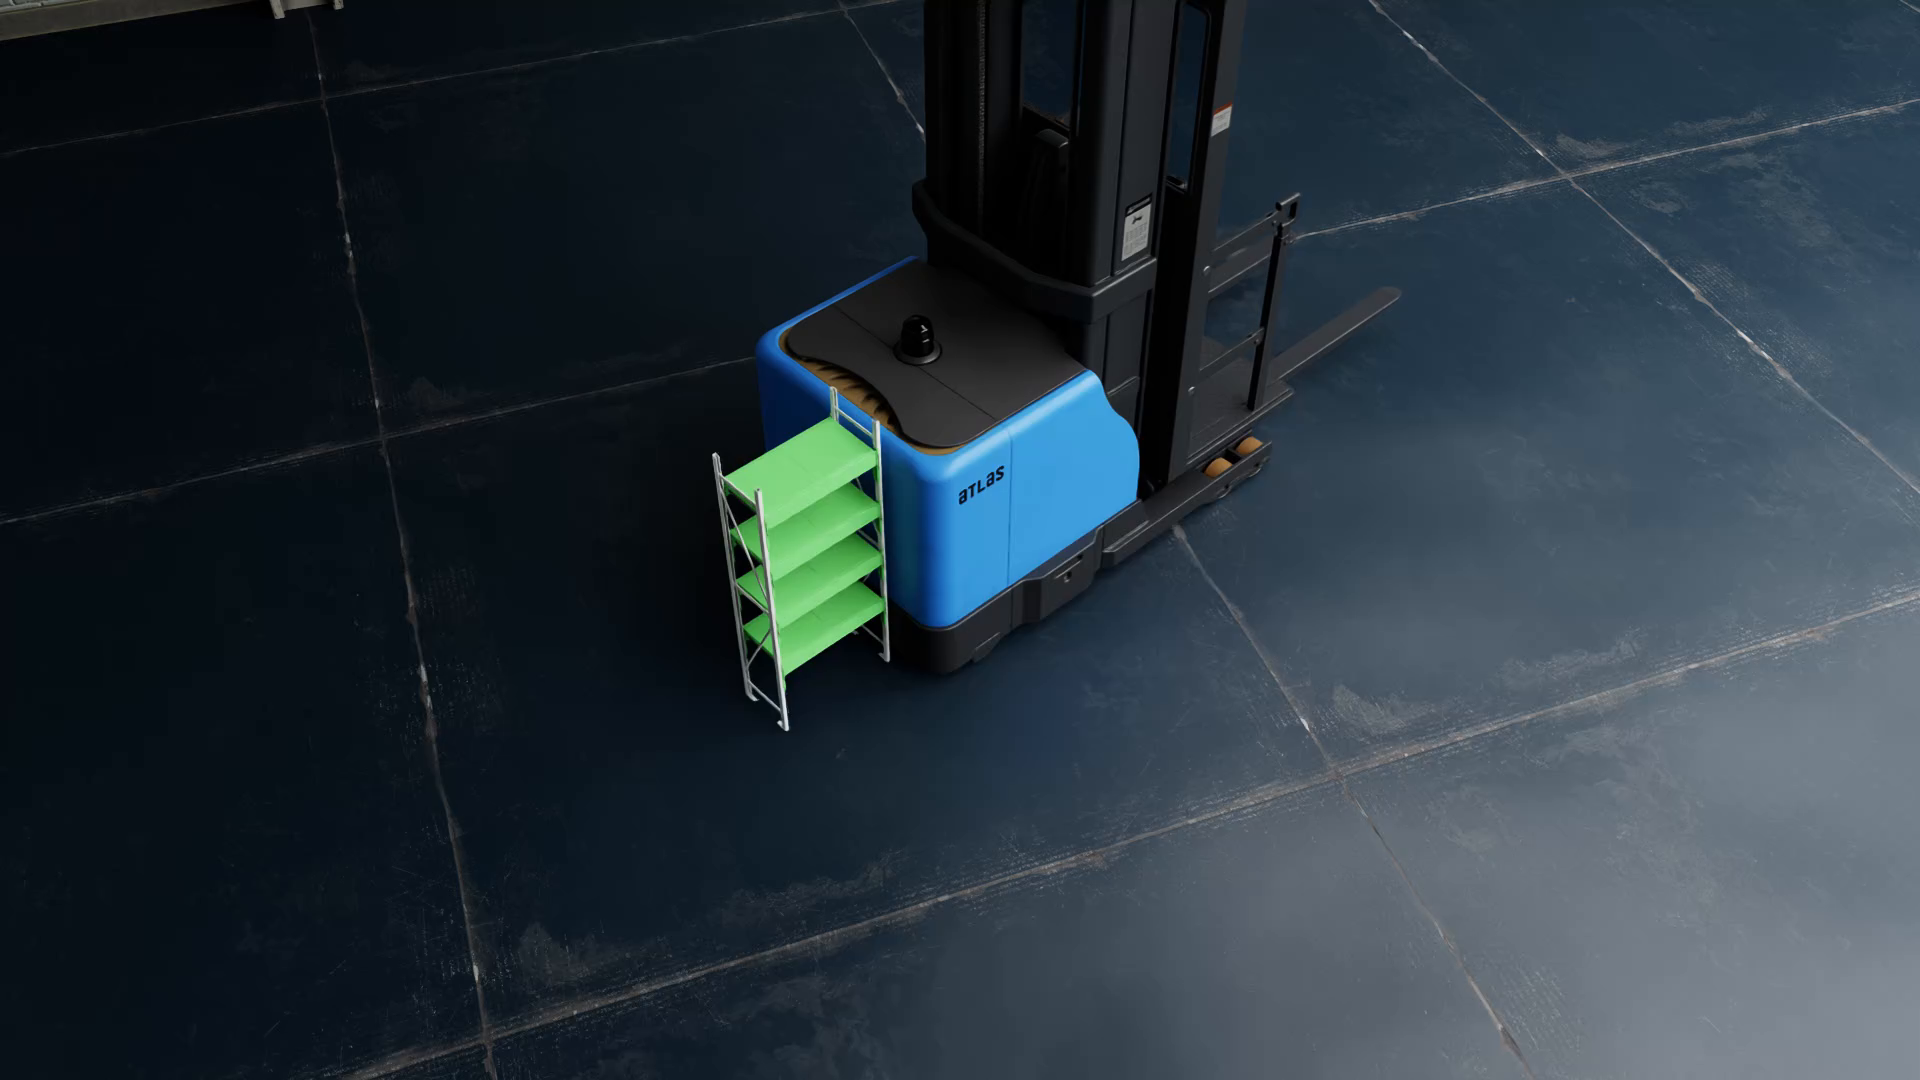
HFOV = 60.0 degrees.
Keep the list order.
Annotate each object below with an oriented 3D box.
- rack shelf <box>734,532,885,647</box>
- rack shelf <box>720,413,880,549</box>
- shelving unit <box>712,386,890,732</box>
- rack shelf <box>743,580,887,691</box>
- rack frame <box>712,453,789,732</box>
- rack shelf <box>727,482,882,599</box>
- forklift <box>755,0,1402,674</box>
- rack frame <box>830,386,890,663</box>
[{"bbox_3d":[-0.530,0.137,5.856,0.480,0.148,0.258,-33,54,-29],"label":"rack shelf"},{"bbox_3d":[-0.530,-0.202,5.516,0.480,0.148,0.258,-33,54,-29],"label":"rack shelf"},{"bbox_3d":[-0.530,0.092,5.811,0.503,1.200,0.258,-33,54,-29],"label":"shelving unit"},{"bbox_3d":[-0.530,0.307,6.026,0.480,0.148,0.258,-33,54,-29],"label":"rack shelf"},{"bbox_3d":[-0.709,0.209,5.694,0.015,1.200,0.240,-33,54,-29],"label":"rack frame"},{"bbox_3d":[-0.530,-0.032,5.686,0.480,0.148,0.258,-33,54,-29],"label":"rack shelf"},{"bbox_3d":[0.673,-1.455,6.131,3.031,2.935,1.130,-33,54,-29],"label":"forklift"},{"bbox_3d":[-0.350,-0.025,5.928,0.015,1.200,0.240,-33,54,-29],"label":"rack frame"}]
